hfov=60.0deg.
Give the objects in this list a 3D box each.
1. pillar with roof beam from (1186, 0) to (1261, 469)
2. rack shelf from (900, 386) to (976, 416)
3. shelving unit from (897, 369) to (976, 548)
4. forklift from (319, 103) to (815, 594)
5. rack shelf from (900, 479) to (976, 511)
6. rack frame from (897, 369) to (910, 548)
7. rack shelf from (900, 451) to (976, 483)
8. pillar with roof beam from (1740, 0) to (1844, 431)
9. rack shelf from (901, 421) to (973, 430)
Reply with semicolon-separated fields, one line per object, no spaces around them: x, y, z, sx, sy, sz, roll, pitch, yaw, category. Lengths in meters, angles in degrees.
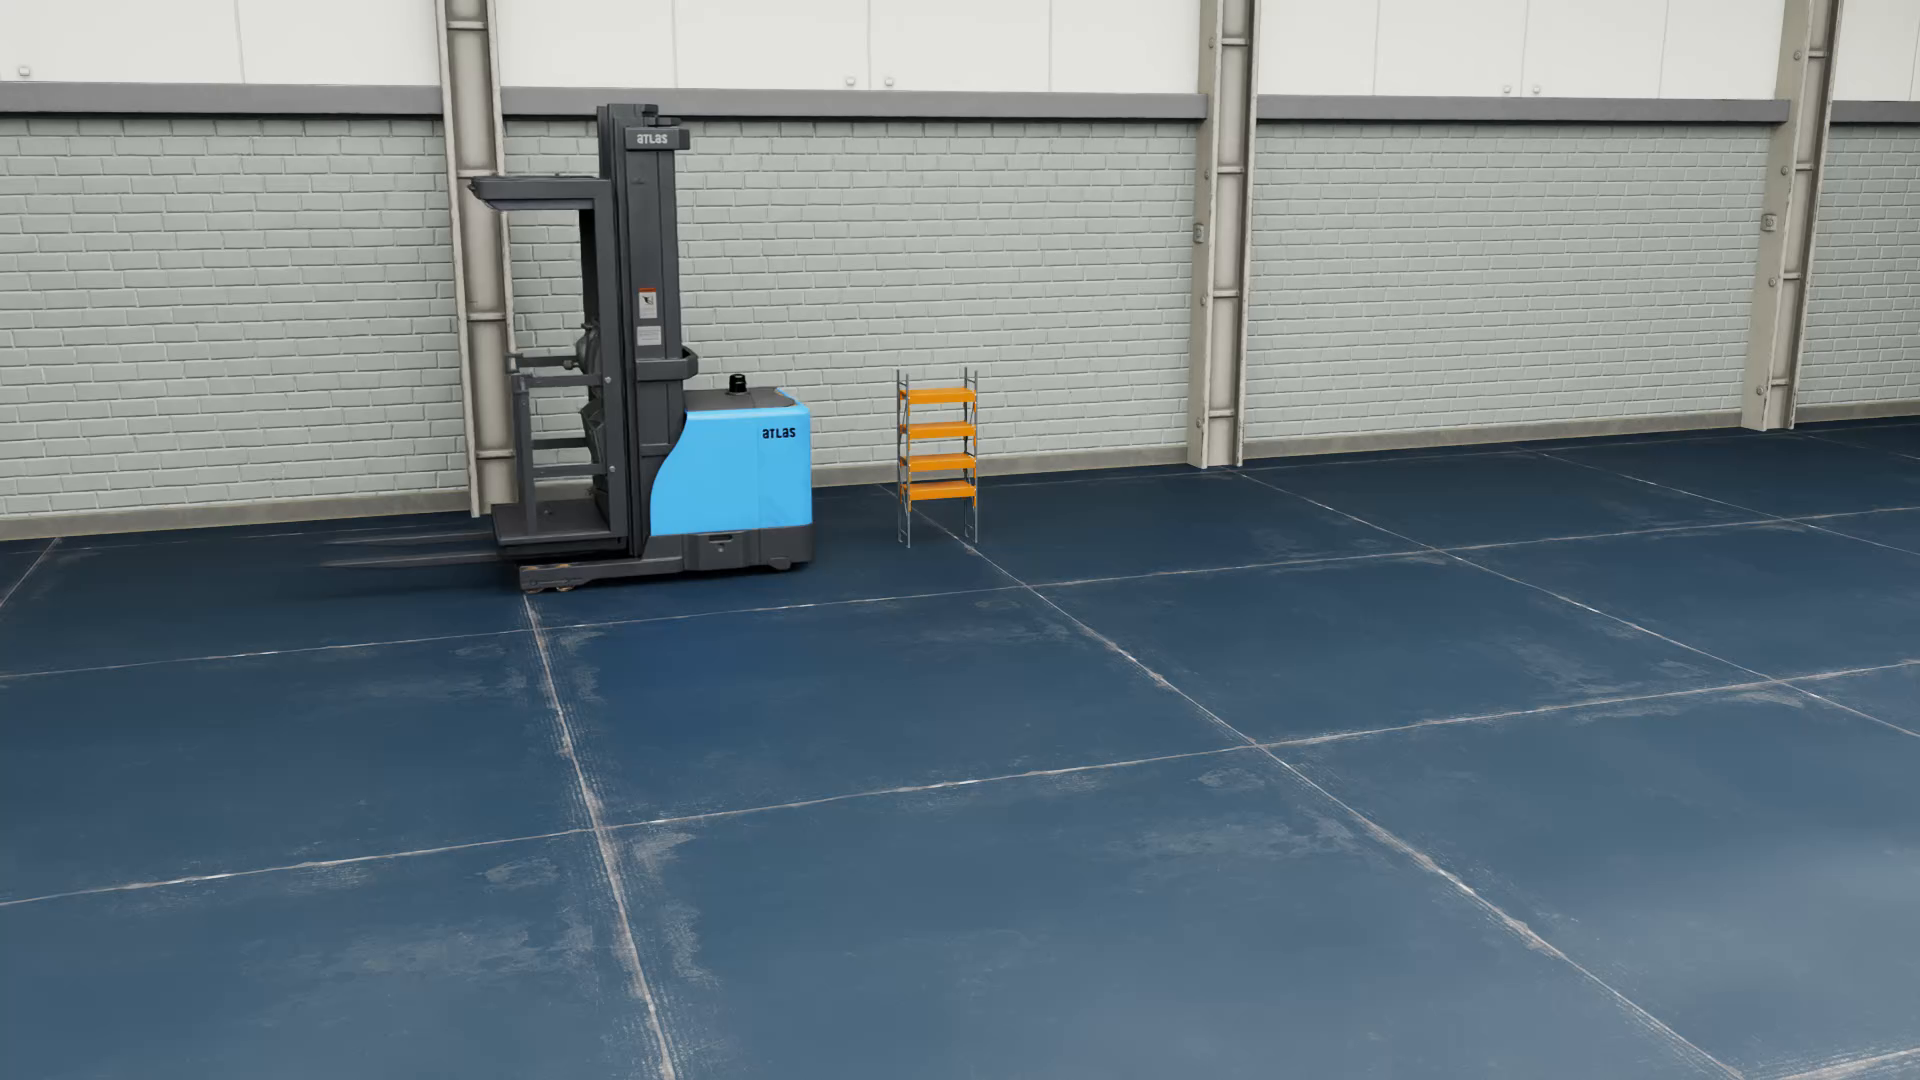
3.574;-4.092;9.400;0.400;9.000;9.100;-4;14;-18;pillar with roof beam
-0.157;-0.954;11.362;0.480;0.148;0.258;-4;14;-18;rack shelf
-0.162;-0.571;11.451;0.492;1.200;0.258;-4;14;-18;shelving unit
-2.520;-1.232;10.488;3.031;2.935;1.130;-4;14;-17;forklift
-0.157;-0.313;11.514;0.480;0.148;0.258;-4;14;-18;rack shelf
-0.388;-0.553;11.377;0.015;1.200;0.240;-4;14;-18;rack frame
-0.157;-0.506;11.468;0.480;0.148;0.258;-4;14;-18;rack shelf
9.261;-4.535;11.262;0.400;9.000;9.100;-4;14;-18;pillar with roof beam
-0.157;-0.776;11.404;0.457;0.021;0.221;-4;14;-18;rack shelf
